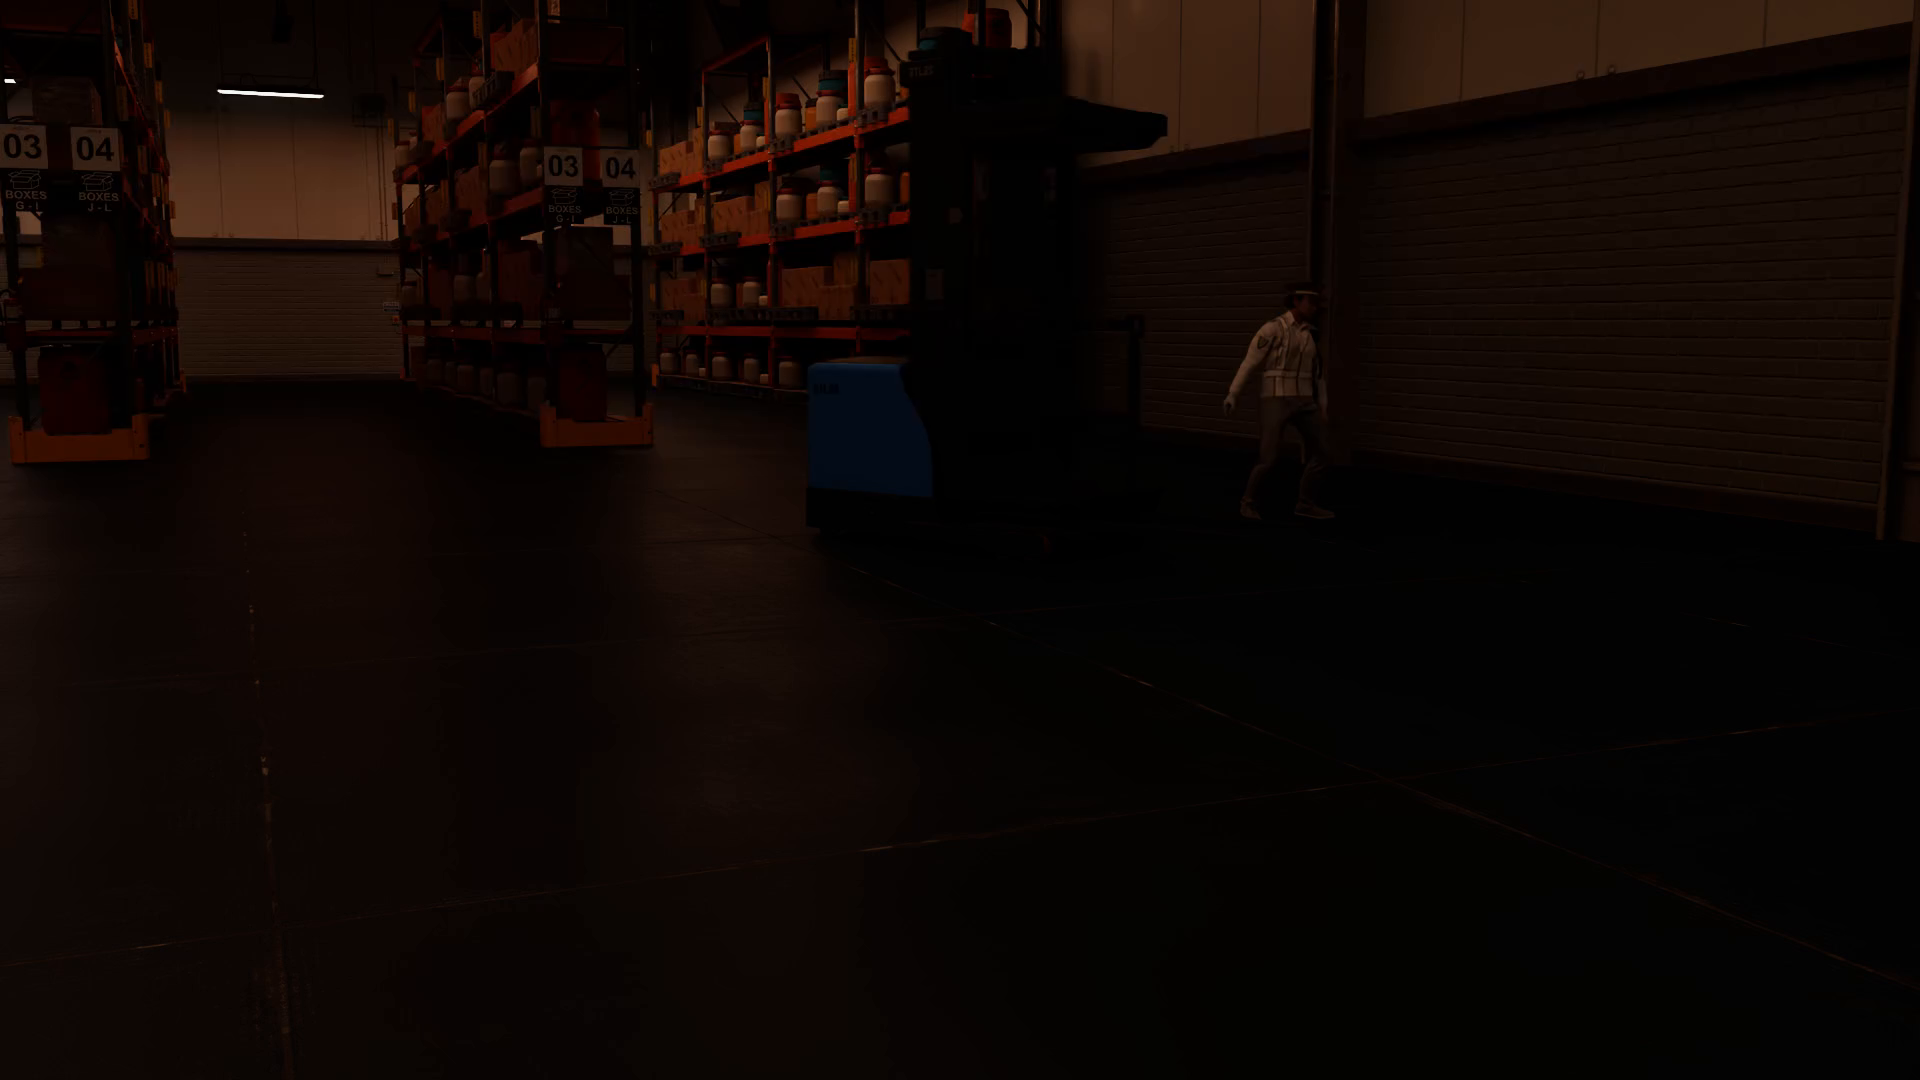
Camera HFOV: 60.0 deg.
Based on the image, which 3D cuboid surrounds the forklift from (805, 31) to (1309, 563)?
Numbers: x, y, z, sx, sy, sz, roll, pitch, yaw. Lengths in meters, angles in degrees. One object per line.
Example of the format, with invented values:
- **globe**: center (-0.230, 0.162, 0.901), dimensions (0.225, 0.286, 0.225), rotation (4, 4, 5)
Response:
- **forklift**: center (0.513, -1.402, 9.572), dimensions (3.031, 2.935, 1.130), rotation (6, 10, 38)

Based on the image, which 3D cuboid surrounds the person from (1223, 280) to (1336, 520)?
- **person**: center (2.128, -0.908, 11.115), dimensions (0.795, 1.637, 0.461), rotation (-3, 8, -19)
